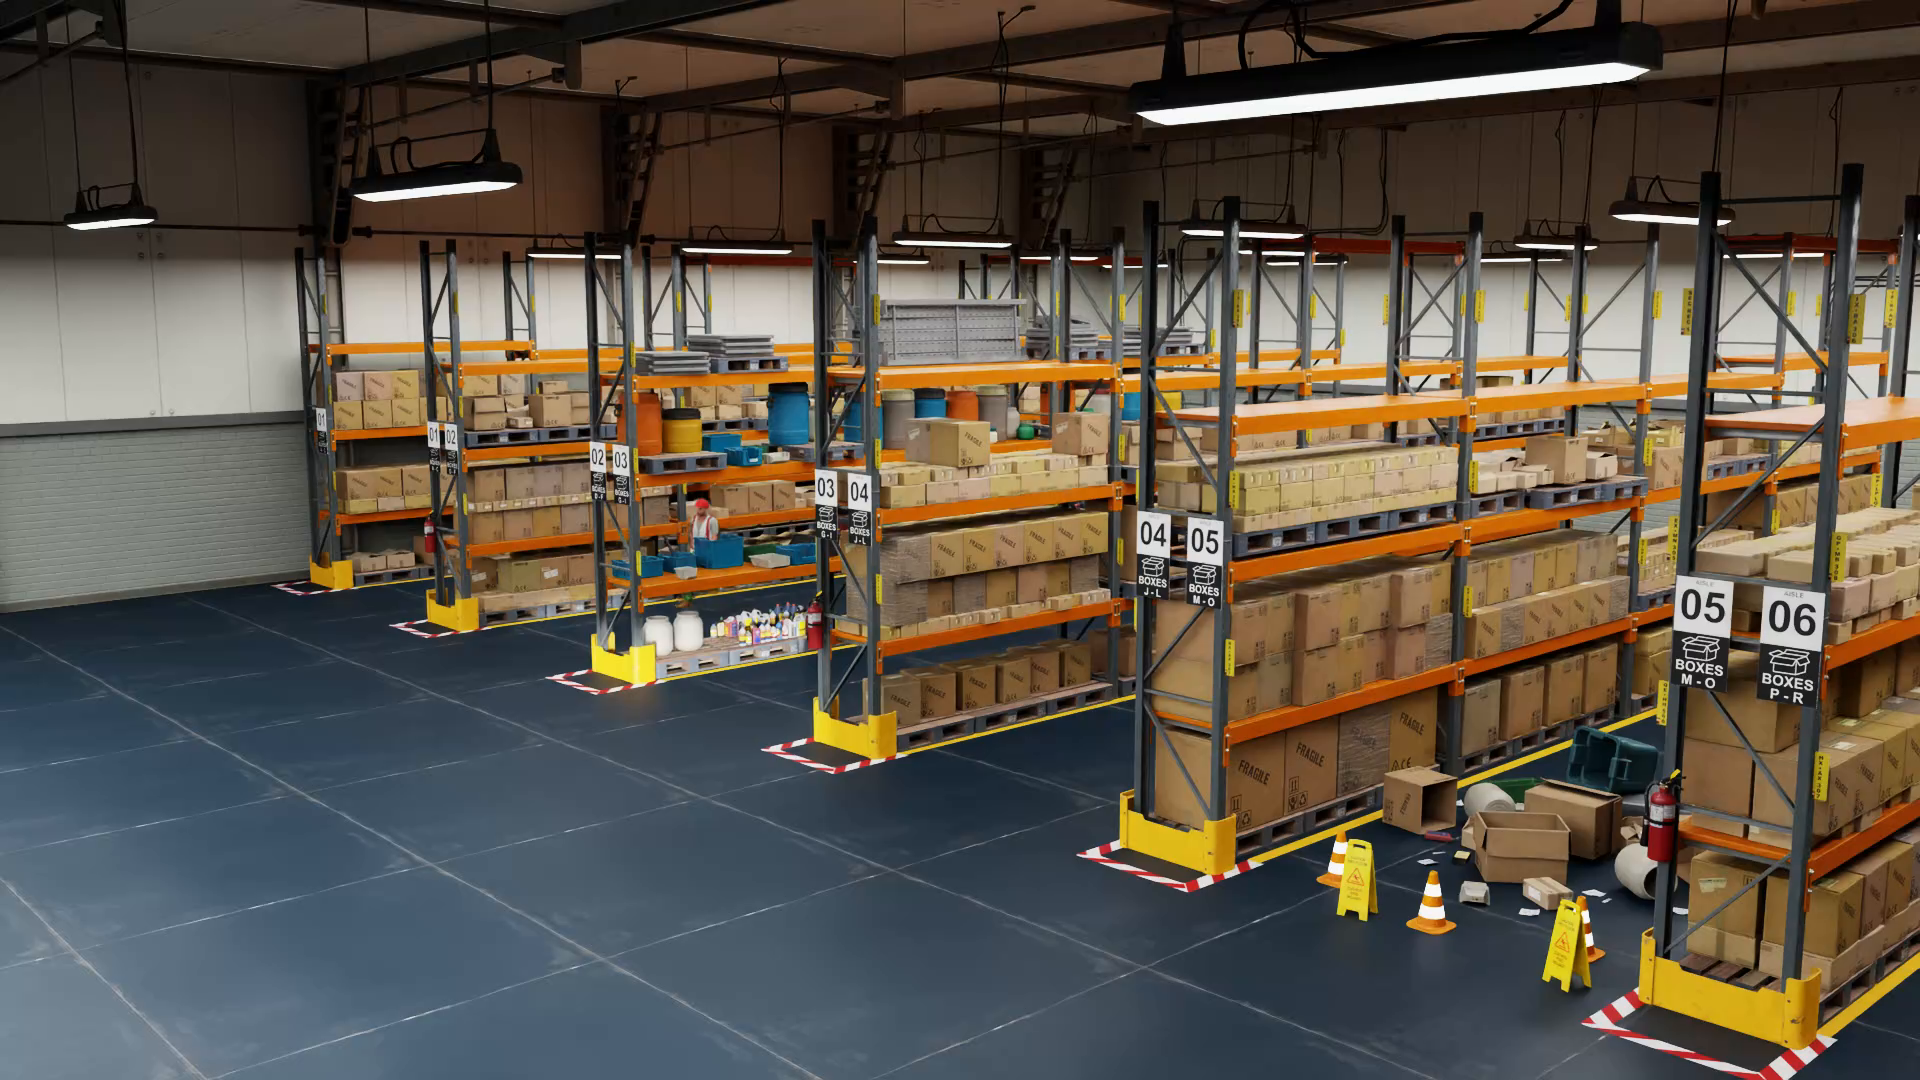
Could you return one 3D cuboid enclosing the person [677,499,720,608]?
[{"bbox_3d":[-4.194,0.194,26.998,0.564,1.737,0.958,2,9,14],"label":"person"}]
